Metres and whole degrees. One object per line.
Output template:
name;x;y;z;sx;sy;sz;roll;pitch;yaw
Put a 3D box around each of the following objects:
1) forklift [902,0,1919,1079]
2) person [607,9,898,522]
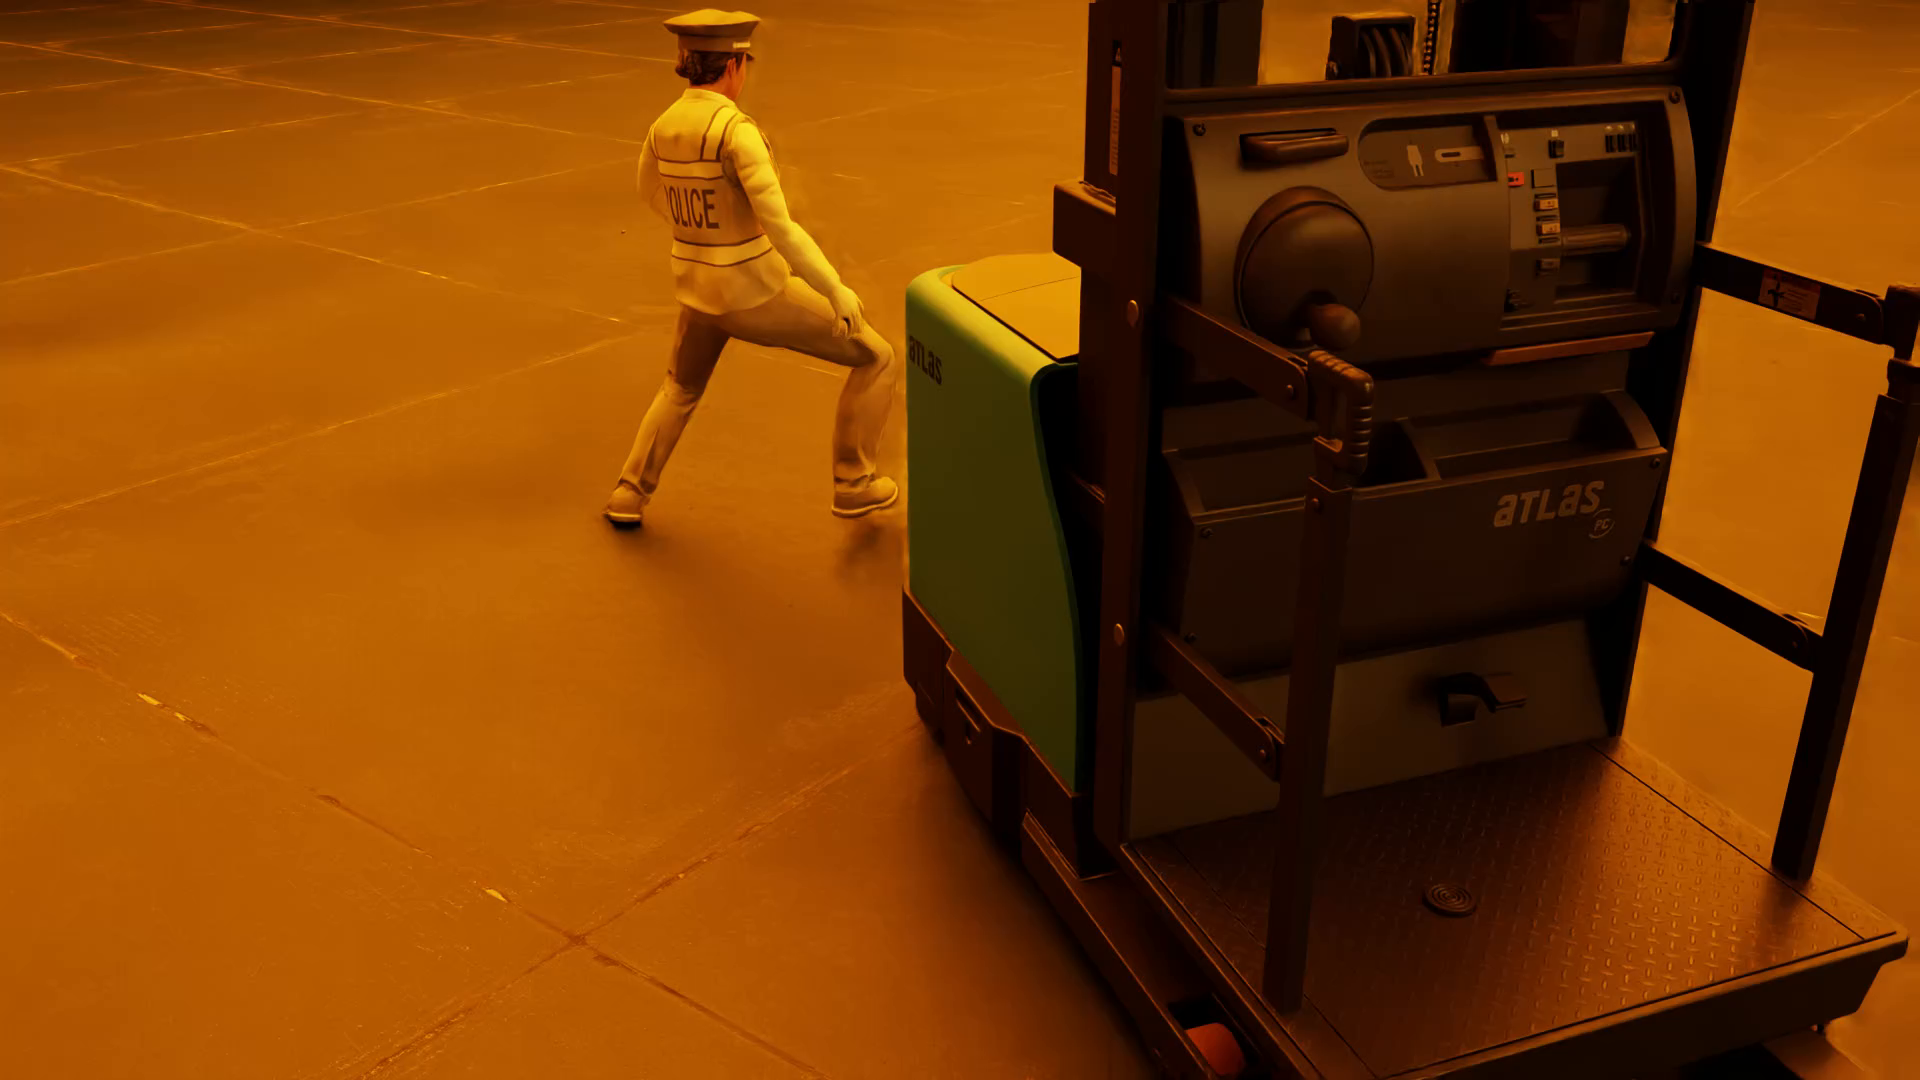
forklift;0.853;-0.485;2.449;1.130;2.935;3.031;-8;25;-19
person;-0.685;-0.762;4.909;0.881;1.545;0.687;21;31;39
